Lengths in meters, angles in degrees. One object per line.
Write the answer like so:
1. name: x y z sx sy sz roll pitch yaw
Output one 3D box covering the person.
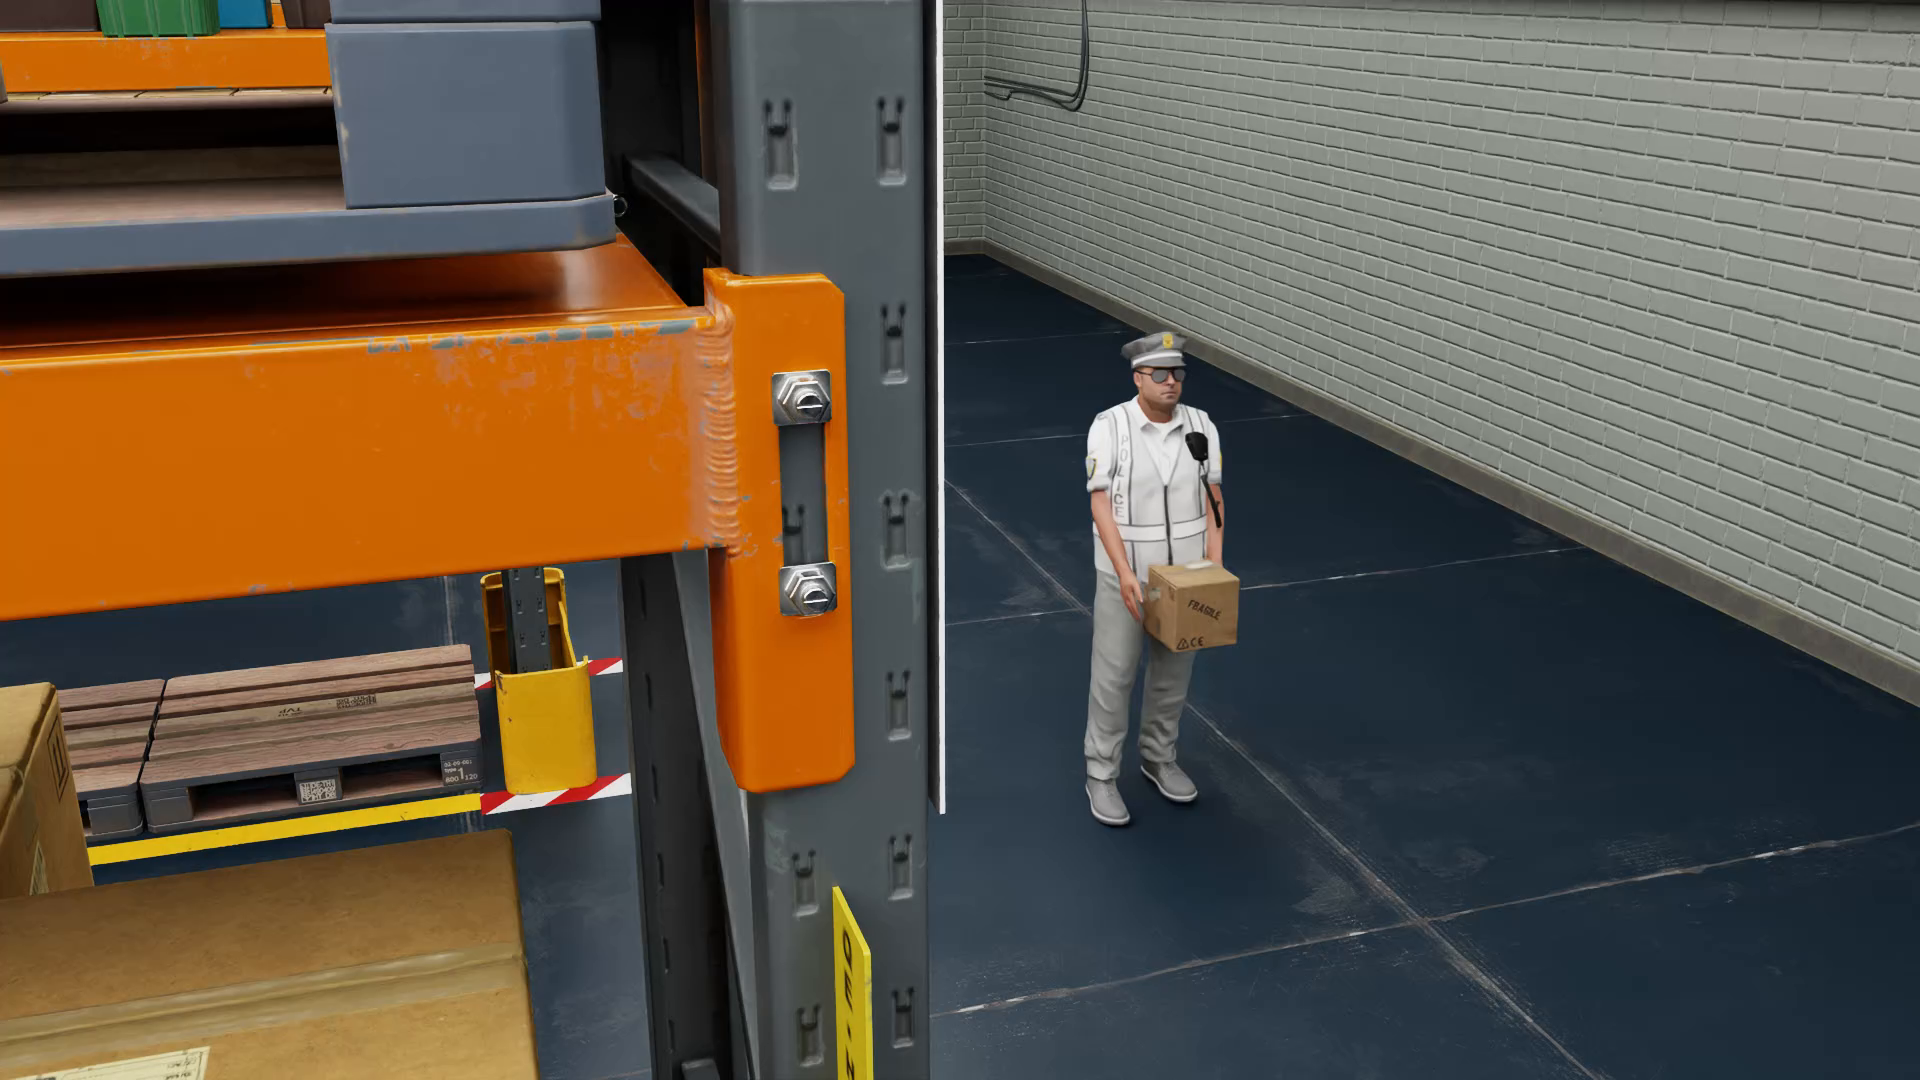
1. person: 0.724 0.123 6.137 0.551 1.787 0.519 -5 20 -14
